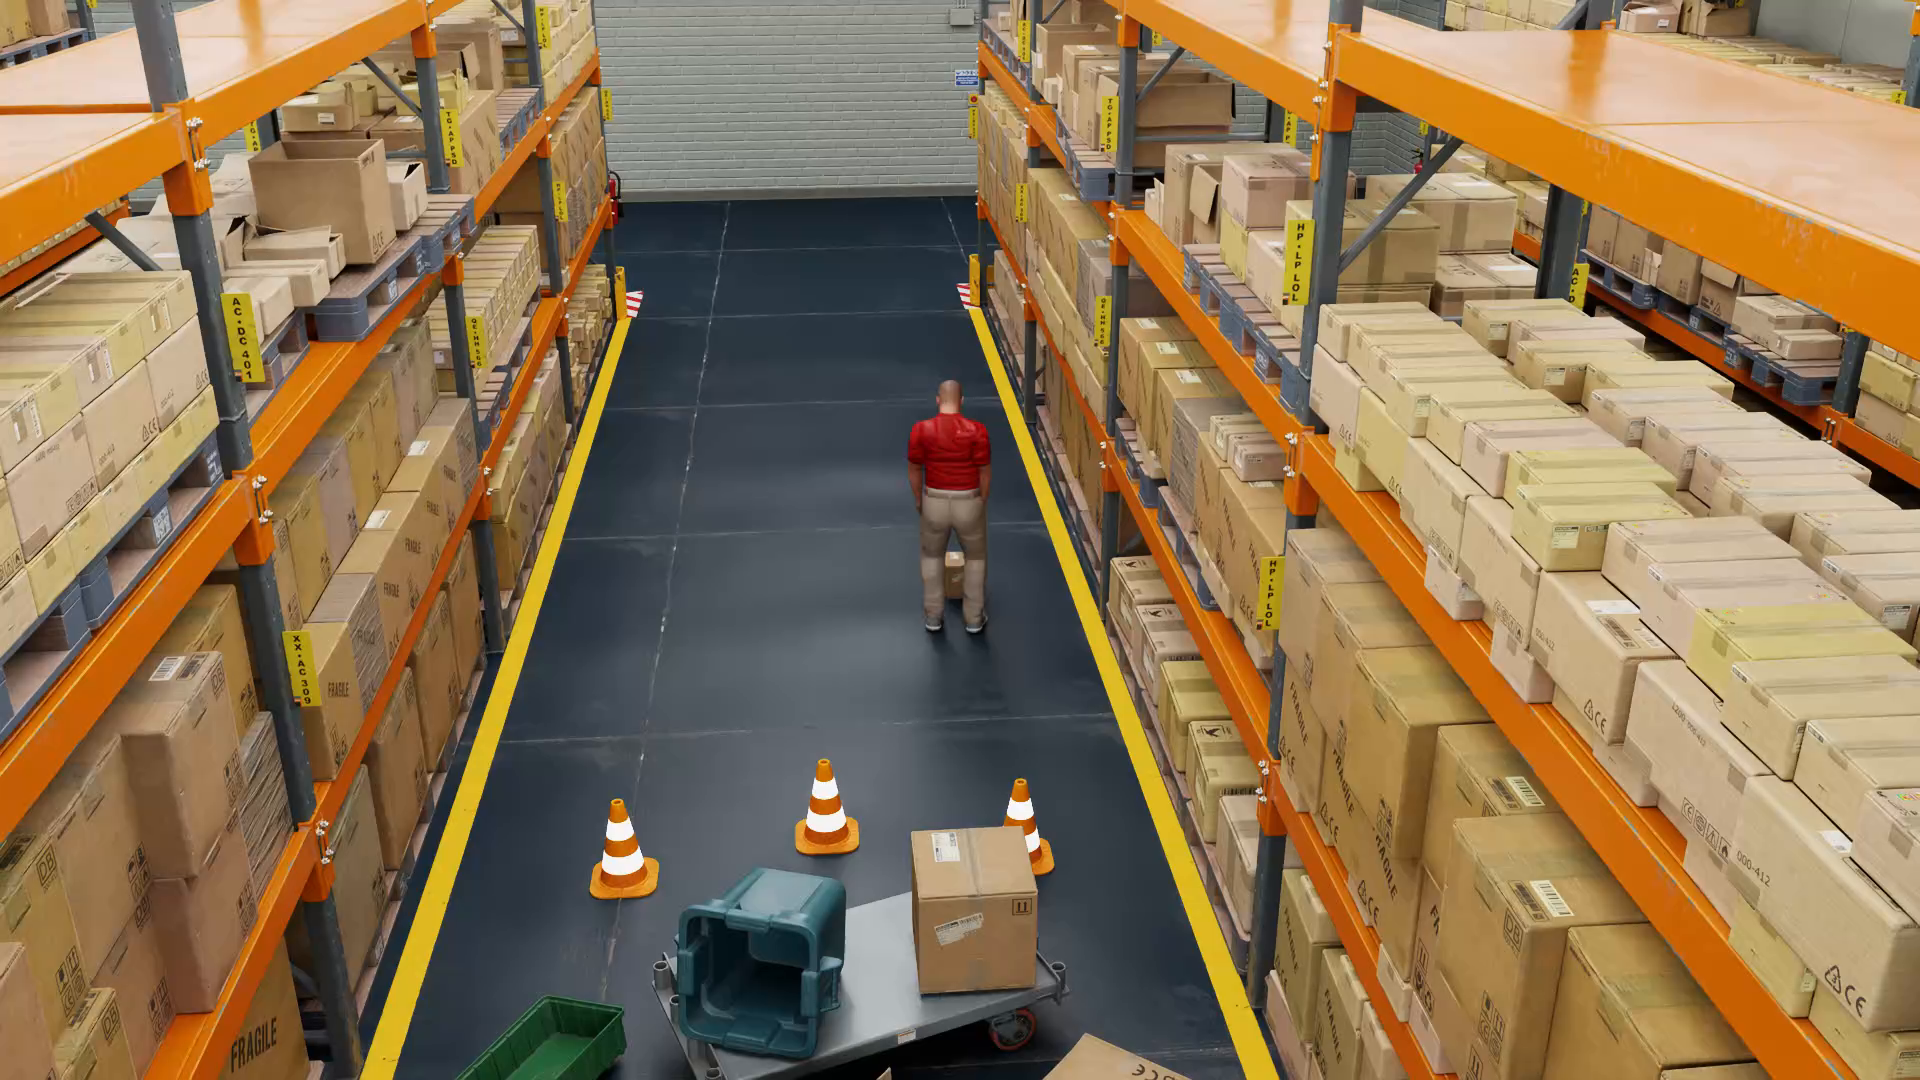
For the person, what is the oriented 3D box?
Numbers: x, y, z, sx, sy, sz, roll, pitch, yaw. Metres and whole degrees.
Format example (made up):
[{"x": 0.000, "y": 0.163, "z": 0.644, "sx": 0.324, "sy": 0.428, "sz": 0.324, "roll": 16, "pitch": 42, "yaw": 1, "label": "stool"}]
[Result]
[{"x": -0.067, "y": -0.206, "z": 10.877, "sx": 0.550, "sy": 1.694, "sz": 0.402, "roll": 3, "pitch": 24, "yaw": 7, "label": "person"}]
